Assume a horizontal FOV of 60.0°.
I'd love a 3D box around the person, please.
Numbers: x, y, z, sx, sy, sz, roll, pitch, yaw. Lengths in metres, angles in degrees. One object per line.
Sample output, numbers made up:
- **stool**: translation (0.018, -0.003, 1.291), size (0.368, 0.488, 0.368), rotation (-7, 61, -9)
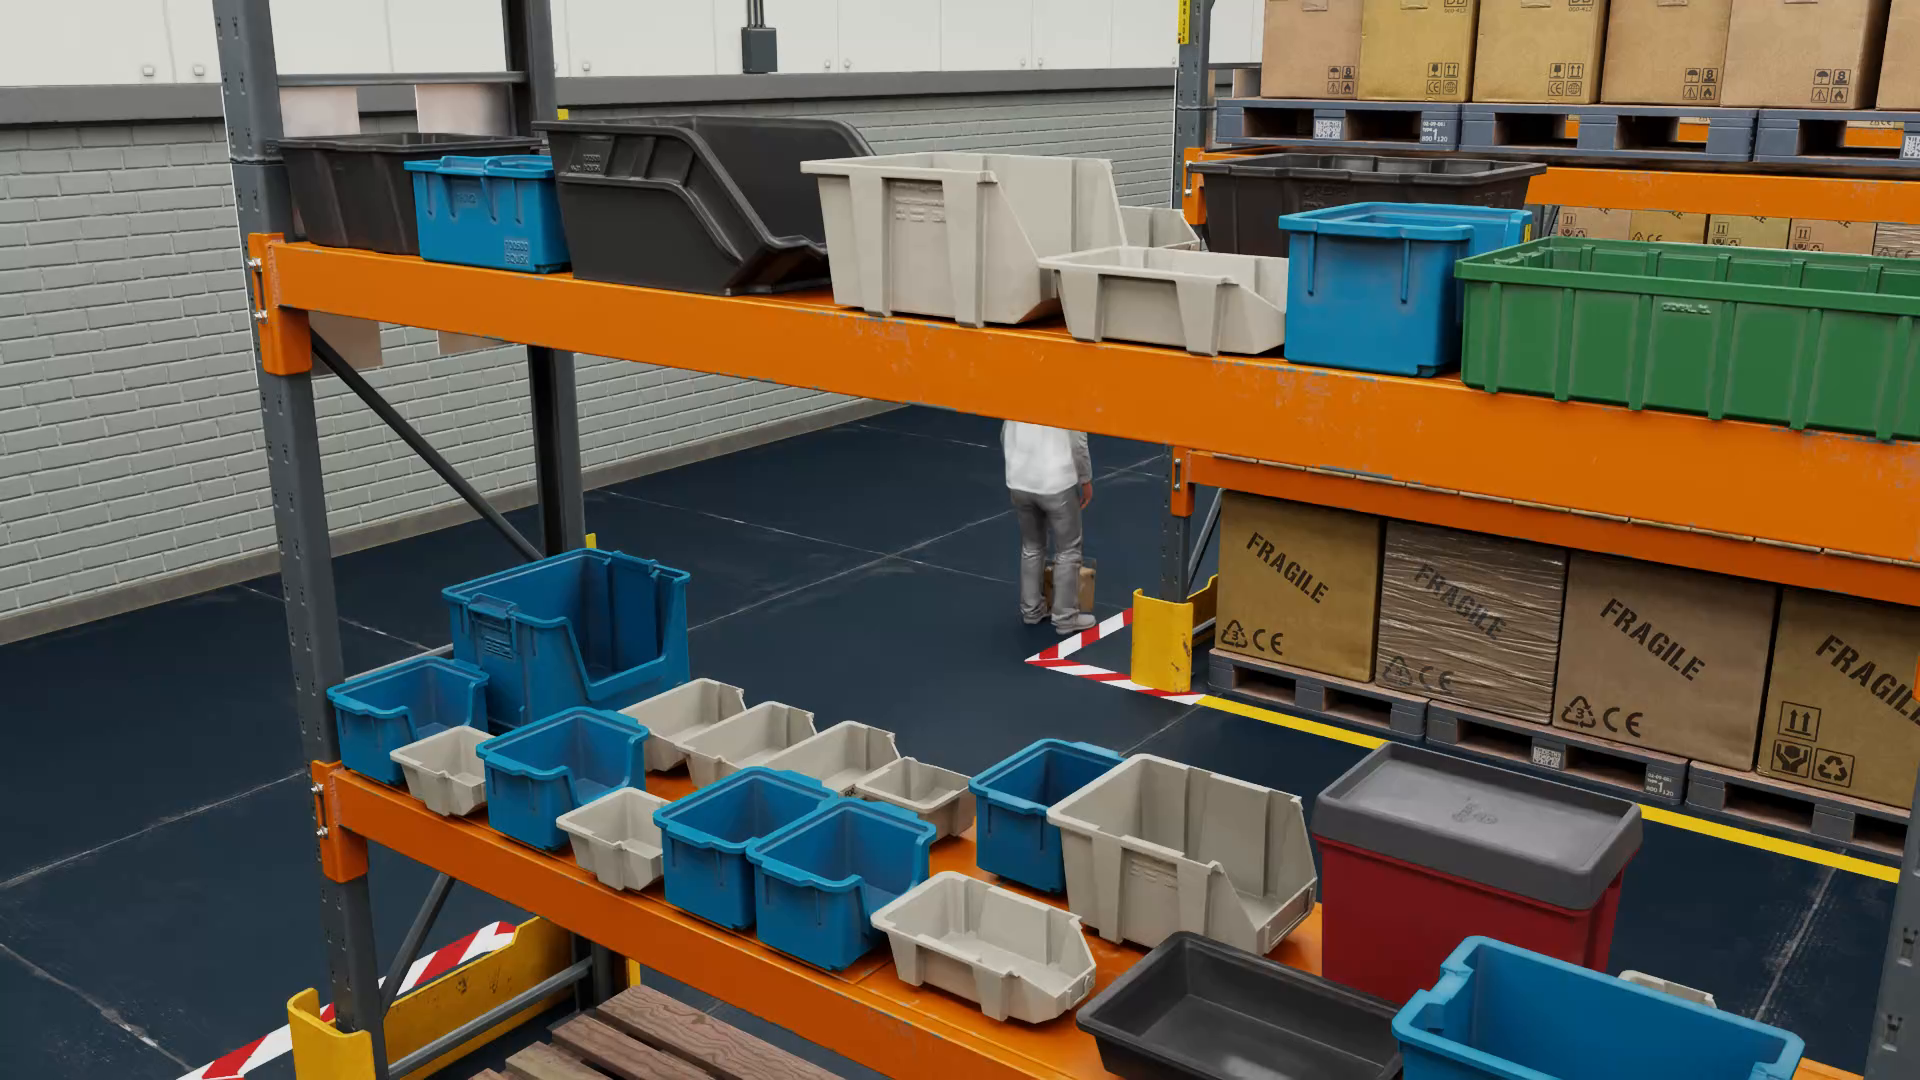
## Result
- **person**: translation (0.505, -0.345, 9.660), size (0.569, 1.772, 0.474), rotation (11, 20, 33)
